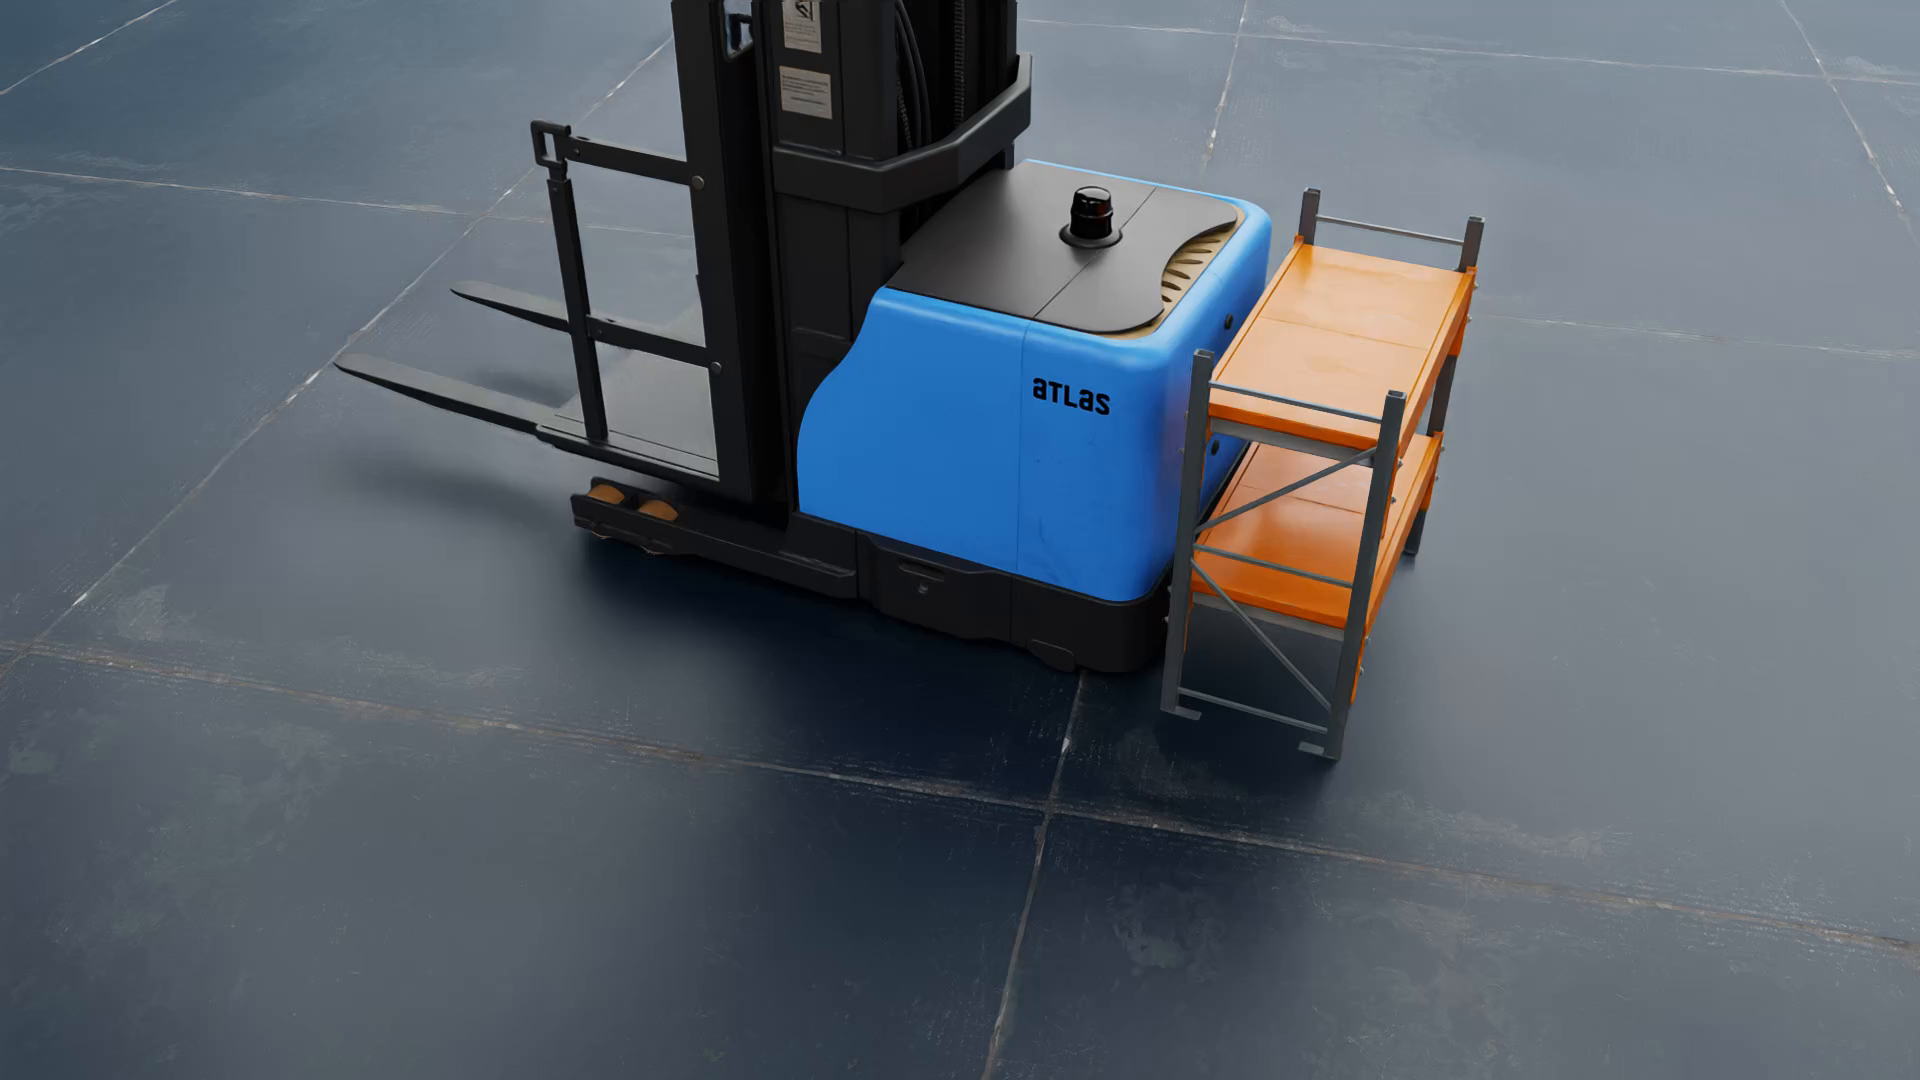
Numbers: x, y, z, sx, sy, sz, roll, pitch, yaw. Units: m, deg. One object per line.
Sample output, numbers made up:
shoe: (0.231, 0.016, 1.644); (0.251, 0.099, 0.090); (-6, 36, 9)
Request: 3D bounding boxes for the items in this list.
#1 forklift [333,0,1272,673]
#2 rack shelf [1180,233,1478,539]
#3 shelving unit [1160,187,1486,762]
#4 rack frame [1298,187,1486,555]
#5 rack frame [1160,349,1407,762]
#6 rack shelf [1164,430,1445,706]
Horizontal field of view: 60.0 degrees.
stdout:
forklift: (-0.650, -1.403, 4.688); (3.031, 2.935, 1.130); (16, 39, 21)
rack shelf: (0.996, -0.442, 4.402); (0.538, 0.278, 1.000); (15, 38, 19)
shelving unit: (0.996, -0.205, 4.574); (0.538, 1.125, 1.048); (15, 38, 19)
rack frame: (1.204, -0.477, 4.949); (0.500, 1.125, 0.032); (15, 38, 19)
rack frame: (0.787, 0.067, 4.198); (0.500, 1.125, 0.032); (15, 38, 19)
rack shelf: (0.996, -0.007, 4.717); (0.538, 0.278, 1.000); (15, 38, 19)
